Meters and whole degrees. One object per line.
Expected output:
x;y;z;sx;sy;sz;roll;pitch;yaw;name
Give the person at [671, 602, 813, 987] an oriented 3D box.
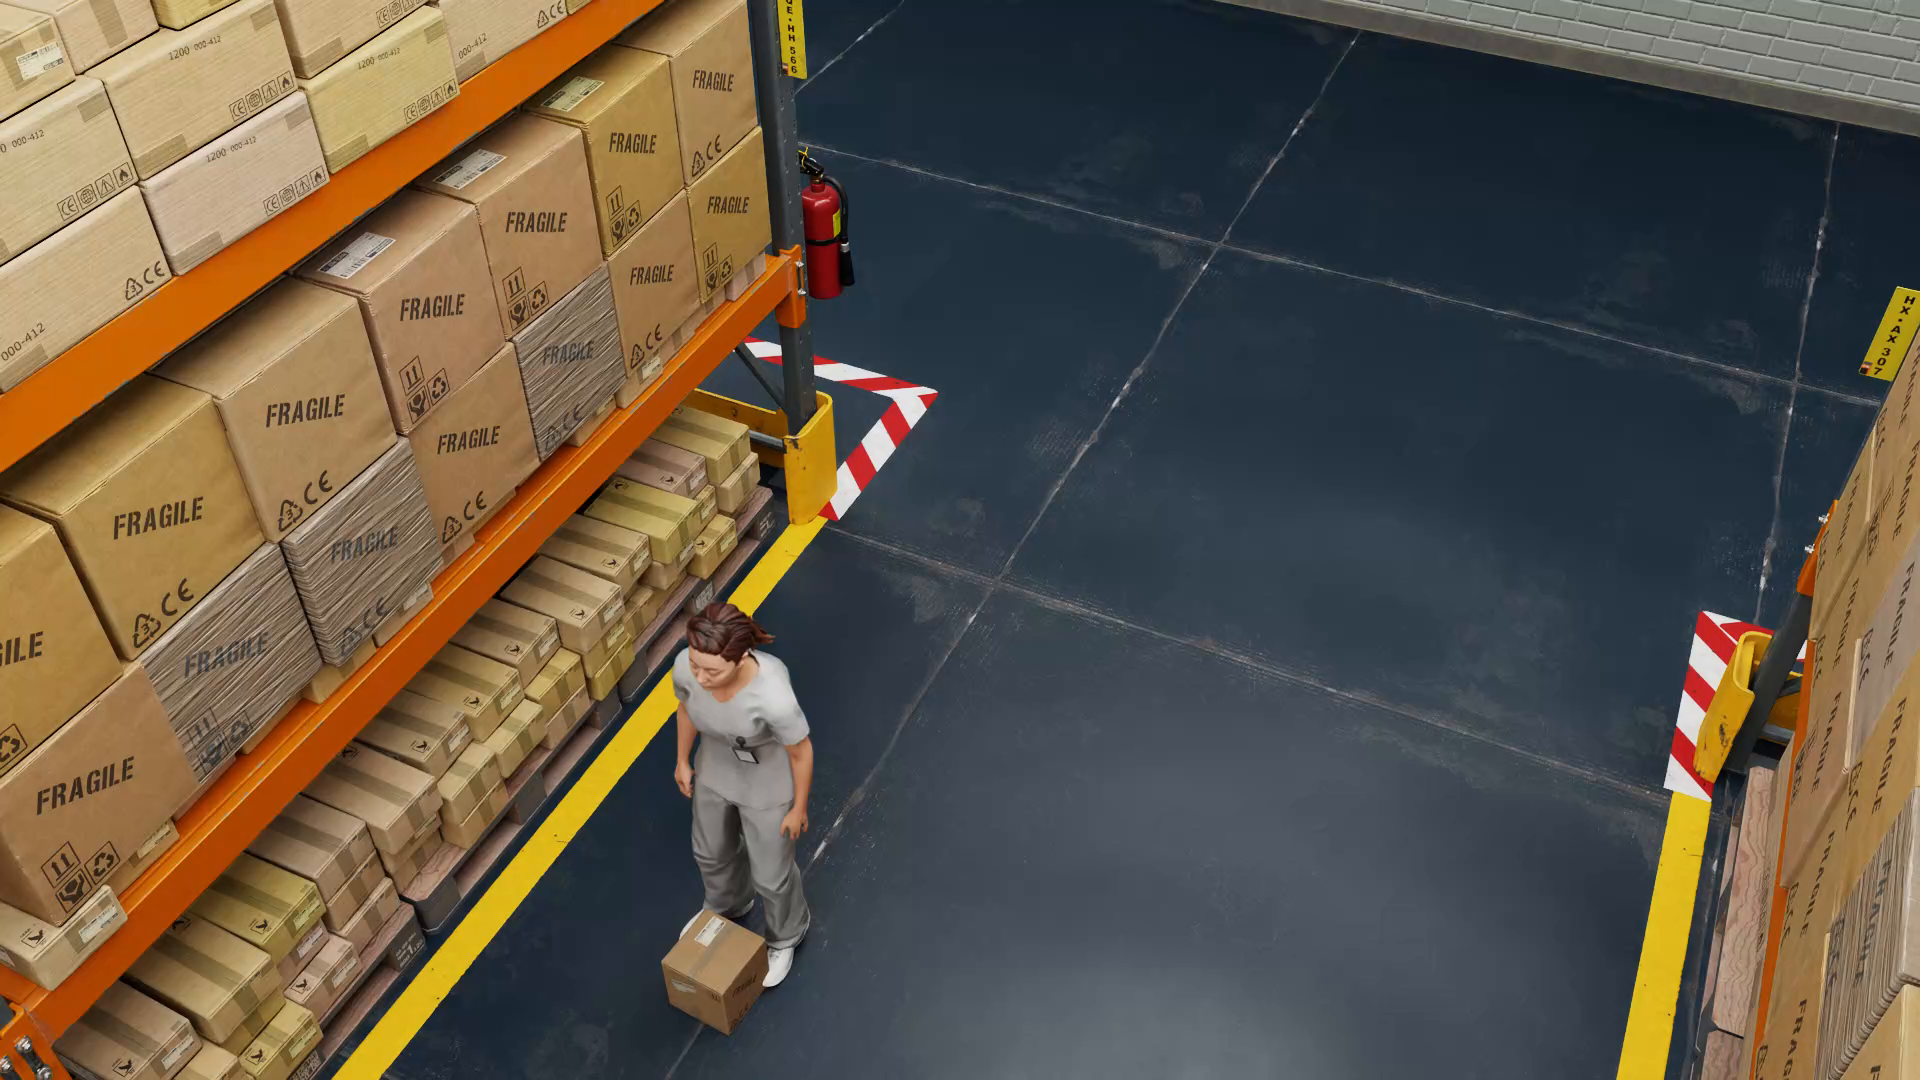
-0.696;0.783;5.297;0.509;1.671;0.361;19;46;20;person
